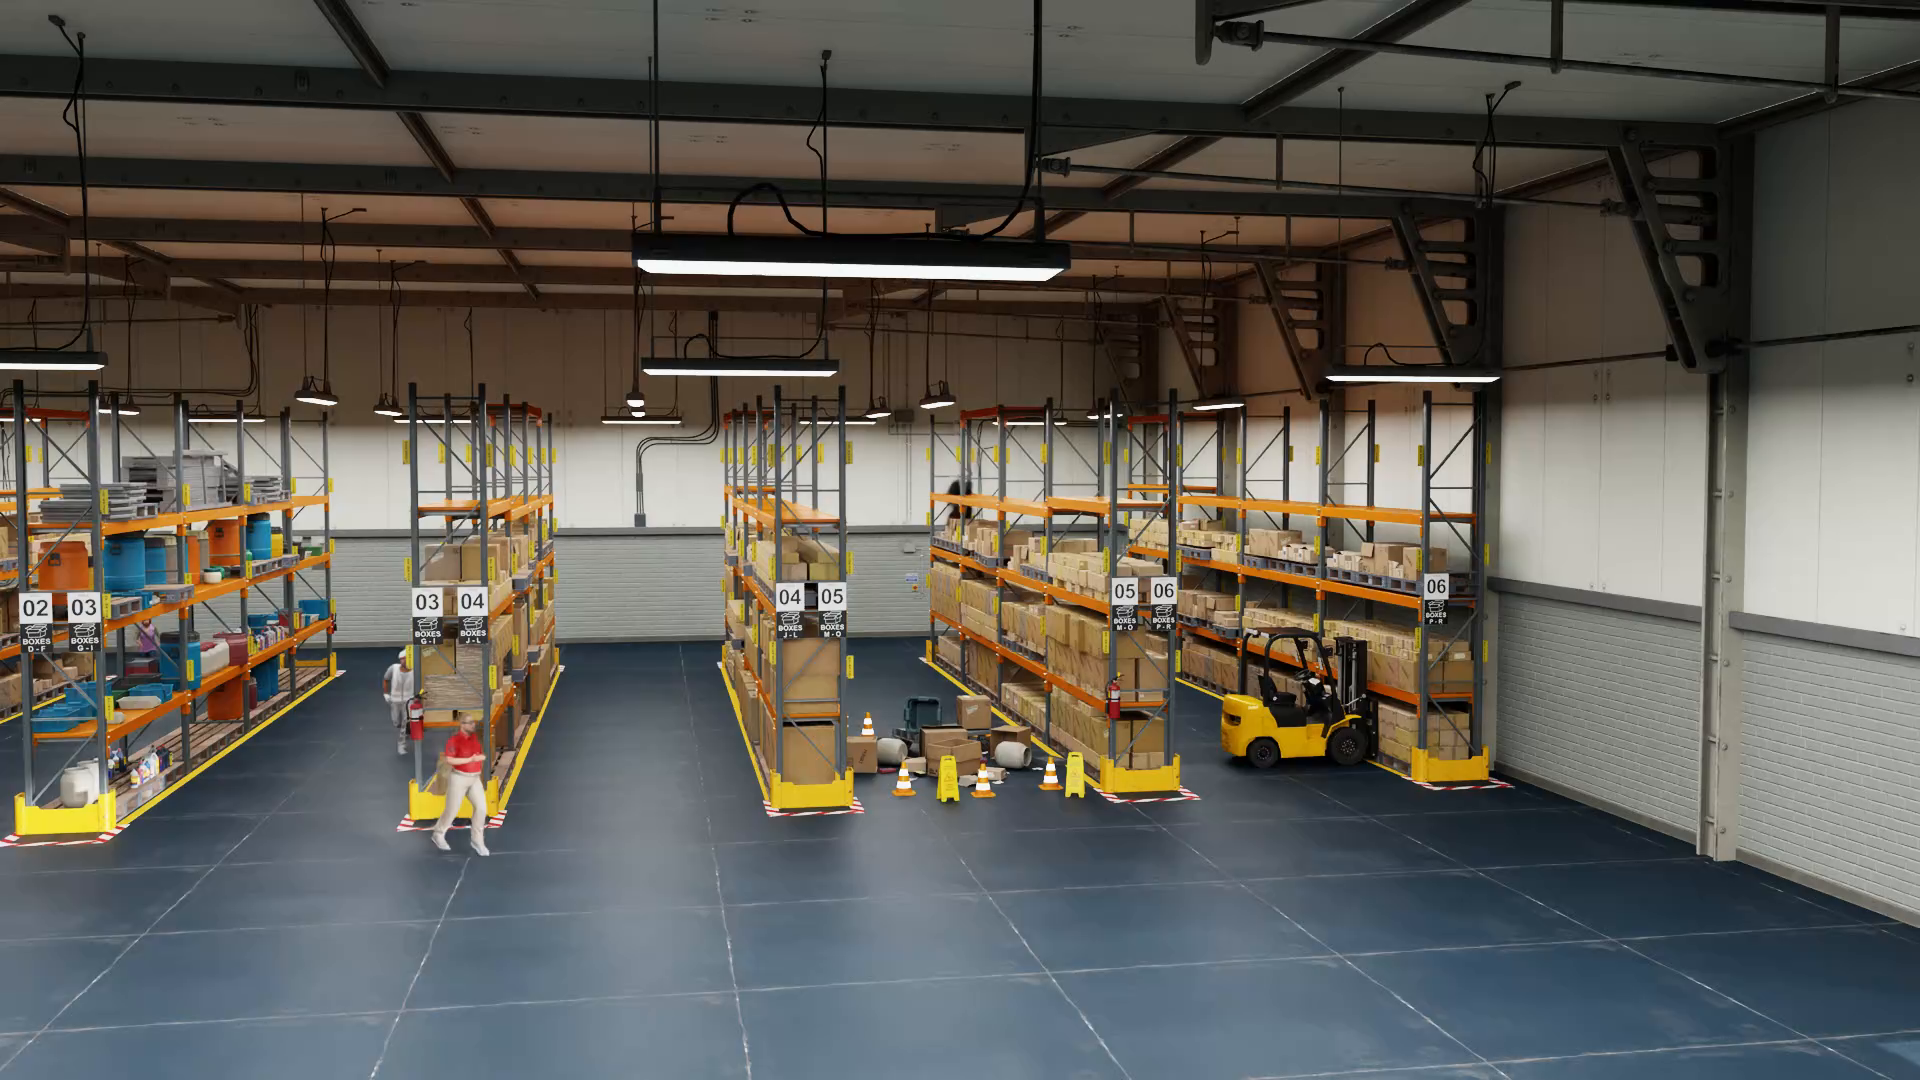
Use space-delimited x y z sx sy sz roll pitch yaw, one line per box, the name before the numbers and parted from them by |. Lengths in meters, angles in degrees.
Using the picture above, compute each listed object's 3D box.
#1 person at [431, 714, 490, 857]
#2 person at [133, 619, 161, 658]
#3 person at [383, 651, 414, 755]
person | -6.252 3.077 20.950 0.850 1.780 0.650 2 3 33
person | -17.456 2.400 35.709 0.535 1.576 0.638 -1 3 -22
person | -9.418 2.723 28.207 0.699 1.744 0.788 -1 3 -12
